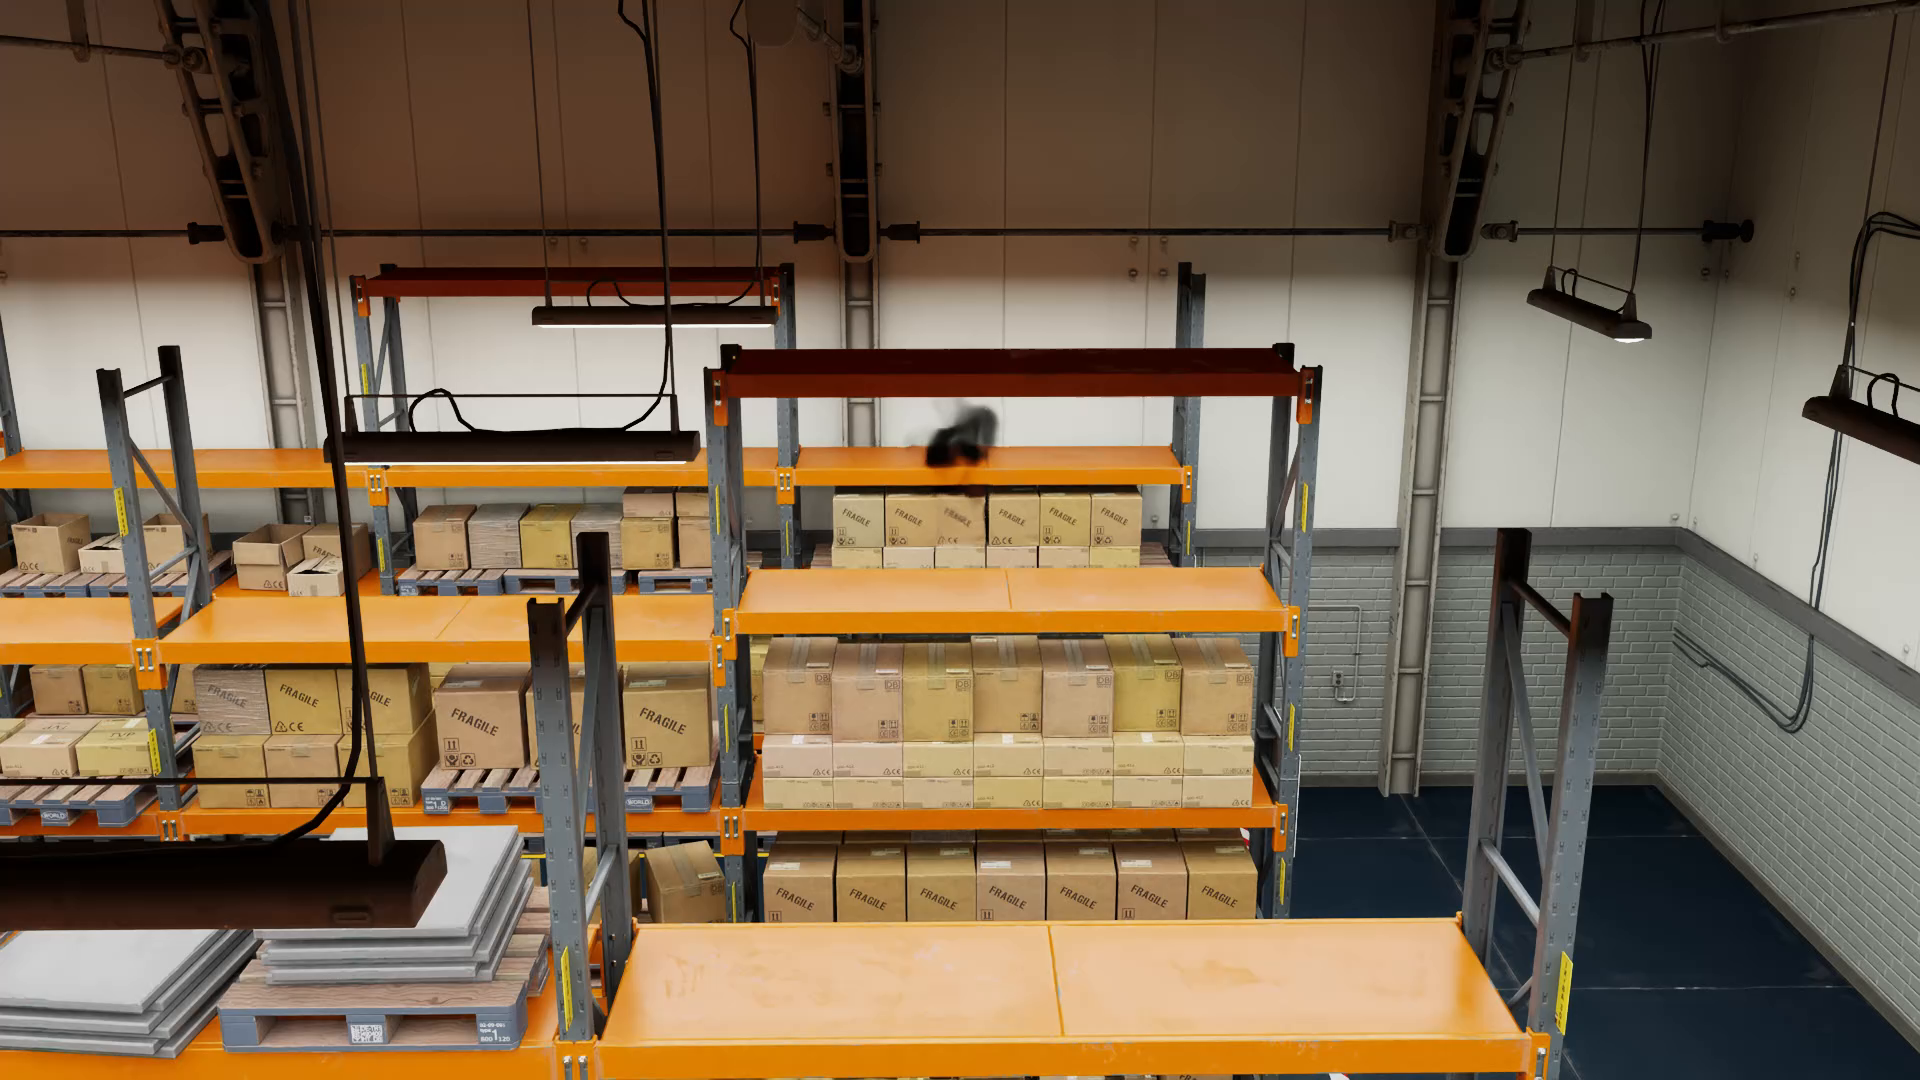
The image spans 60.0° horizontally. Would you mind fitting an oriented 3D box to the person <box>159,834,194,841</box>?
[{"bbox_3d":[-6.733,3.235,14.484,0.701,1.654,0.580,0,16,-1],"label":"person"}]
